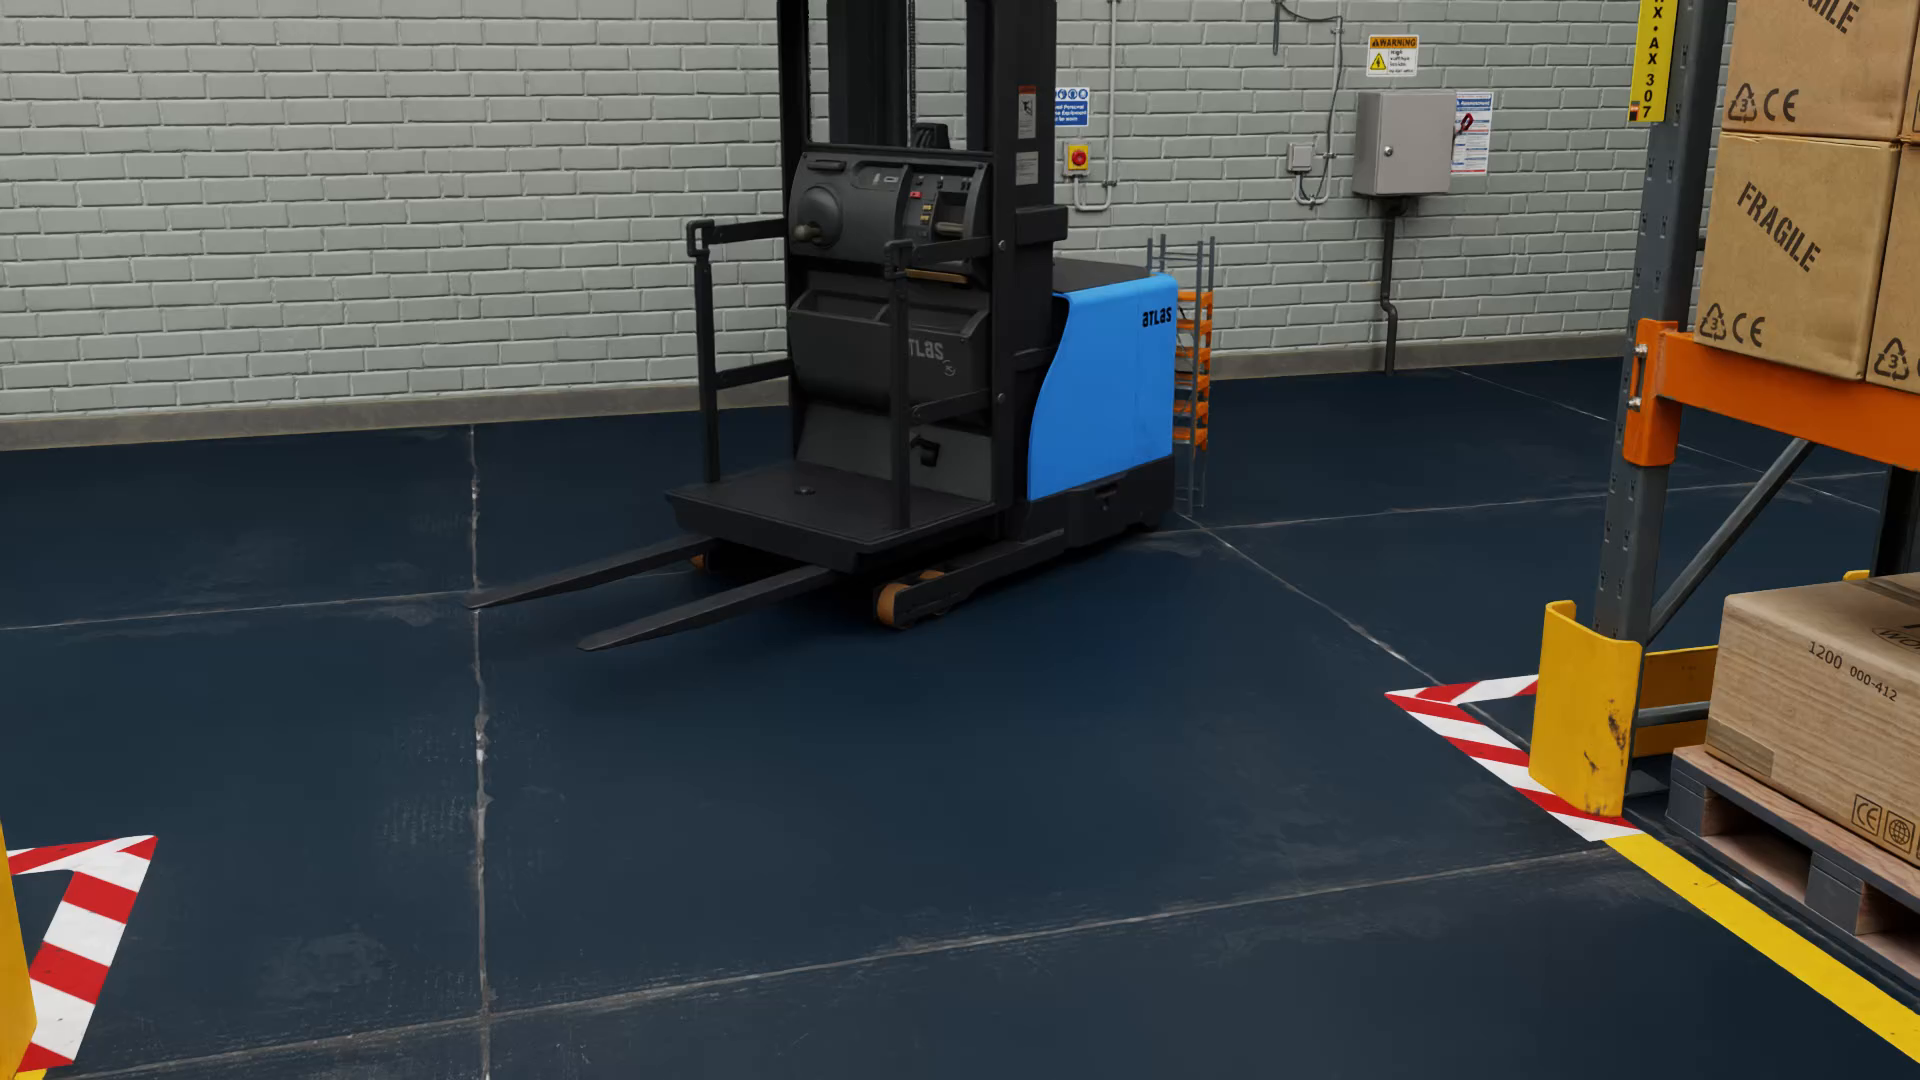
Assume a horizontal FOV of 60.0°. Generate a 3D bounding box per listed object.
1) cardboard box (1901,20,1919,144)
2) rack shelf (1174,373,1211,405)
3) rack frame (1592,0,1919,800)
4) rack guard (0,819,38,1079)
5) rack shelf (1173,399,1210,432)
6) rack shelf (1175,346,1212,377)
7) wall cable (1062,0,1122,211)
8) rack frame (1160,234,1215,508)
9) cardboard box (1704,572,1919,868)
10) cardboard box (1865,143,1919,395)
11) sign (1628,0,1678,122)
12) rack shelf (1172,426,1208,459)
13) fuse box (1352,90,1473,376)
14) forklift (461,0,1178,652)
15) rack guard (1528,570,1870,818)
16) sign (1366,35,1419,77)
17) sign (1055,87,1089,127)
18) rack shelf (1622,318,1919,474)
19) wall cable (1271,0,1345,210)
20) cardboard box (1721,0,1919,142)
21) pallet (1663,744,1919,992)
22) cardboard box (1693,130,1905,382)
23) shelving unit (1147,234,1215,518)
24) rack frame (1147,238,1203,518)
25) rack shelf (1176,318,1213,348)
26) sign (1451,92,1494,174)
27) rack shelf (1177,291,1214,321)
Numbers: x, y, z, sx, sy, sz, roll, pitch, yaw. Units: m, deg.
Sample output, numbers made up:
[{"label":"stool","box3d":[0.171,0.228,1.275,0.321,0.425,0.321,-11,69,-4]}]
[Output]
[{"label":"cardboard box","box3d":[2.225,-1.002,3.162,0.500,0.500,0.500,-5,17,-17]},{"label":"rack shelf","box3d":[0.941,-0.668,7.244,0.258,0.103,0.180,7,18,23]},{"label":"rack frame","box3d":[2.218,-0.773,4.312,1.000,3.000,0.127,-5,17,-15]},{"label":"rack guard","box3d":[-2.493,0.864,3.205,1.175,0.500,0.348,-5,17,-15]},{"label":"rack shelf","box3d":[0.941,-0.553,7.278,0.258,0.103,0.180,7,18,23]},{"label":"rack shelf","box3d":[0.941,-0.783,7.209,0.258,0.103,0.180,7,18,23]},{"label":"wall cable","box3d":[0.646,-2.832,9.347,0.585,1.953,0.123,-5,17,-15]},{"label":"rack frame","box3d":[0.979,-0.734,7.311,0.240,1.200,0.006,7,18,23]},{"label":"cardboard box","box3d":[2.496,0.428,4.038,0.875,0.438,0.875,-5,18,-17]},{"label":"cardboard box","box3d":[2.240,-0.528,3.321,0.500,0.500,0.500,-5,17,-16]},{"label":"sign","box3d":[1.683,-1.183,4.035,0.100,0.325,0.005,-5,17,-15]},{"label":"rack shelf","box3d":[0.941,-0.438,7.313,0.258,0.103,0.180,7,18,23]},{"label":"fuse box","box3d":[2.706,-1.840,10.102,0.539,1.711,0.414,-5,17,-15]},{"label":"forklift","box3d":[-0.413,-1.249,6.014,1.130,2.935,3.031,14,21,38]},{"label":"rack guard","box3d":[2.211,0.417,4.693,1.175,0.500,0.348,-5,17,-15]},{"label":"sign","box3d":[2.596,-2.905,9.974,0.339,0.242,0.001,-5,17,-15]},{"label":"sign","box3d":[0.583,-2.473,9.503,0.327,0.218,0.001,-5,17,-15]},{"label":"rack shelf","box3d":[2.768,0.125,2.573,1.077,0.370,4.000,-5,17,-15]},{"label":"wall cable","box3d":[2.006,-2.933,9.736,0.588,1.984,0.122,-5,17,-15]},{"label":"cardboard box","box3d":[2.076,-1.145,3.636,0.500,0.500,0.500,-5,17,-16]},{"label":"pallet","box3d":[2.513,0.777,3.997,1.003,0.211,1.213,-5,17,-15]},{"label":"cardboard box","box3d":[2.074,-0.665,3.780,0.500,0.500,0.500,-5,17,-16]},{"label":"shelving unit","box3d":[0.941,-0.710,7.231,0.258,1.200,0.189,7,18,23]},{"label":"rack frame","box3d":[0.903,-0.686,7.151,0.240,1.200,0.006,7,18,23]},{"label":"rack shelf","box3d":[0.941,-0.898,7.175,0.258,0.103,0.180,7,18,23]},{"label":"sign","box3d":[3.124,-2.507,10.251,0.329,0.494,0.001,-5,17,-15]},{"label":"rack shelf","box3d":[0.941,-1.013,7.140,0.258,0.103,0.180,7,18,23]}]
